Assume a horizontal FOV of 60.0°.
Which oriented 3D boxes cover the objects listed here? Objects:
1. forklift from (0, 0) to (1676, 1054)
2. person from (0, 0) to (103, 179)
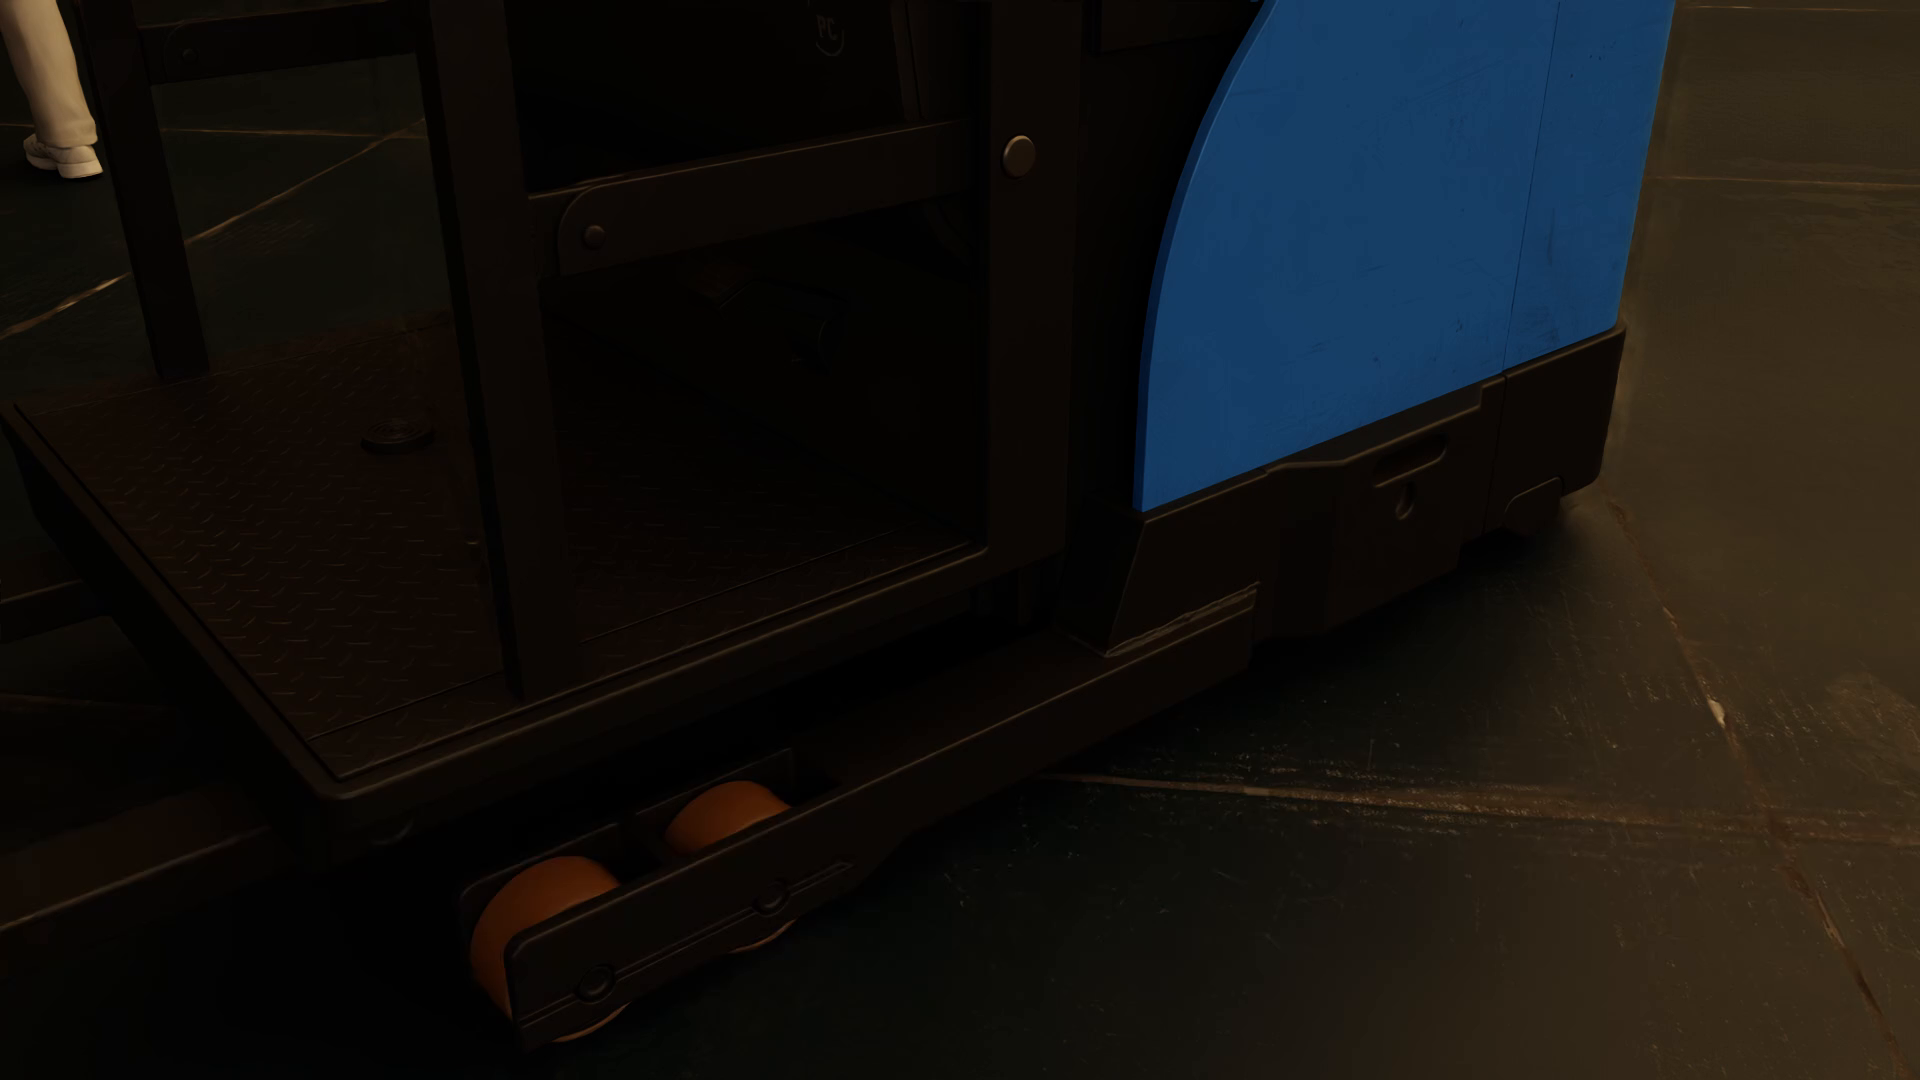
[{"bbox_3d":[-0.472,-1.109,1.439,3.031,2.935,1.130,-20,33,-35],"label":"forklift"},{"bbox_3d":[-2.567,-1.762,4.146,0.563,1.828,0.699,23,34,38],"label":"person"}]
